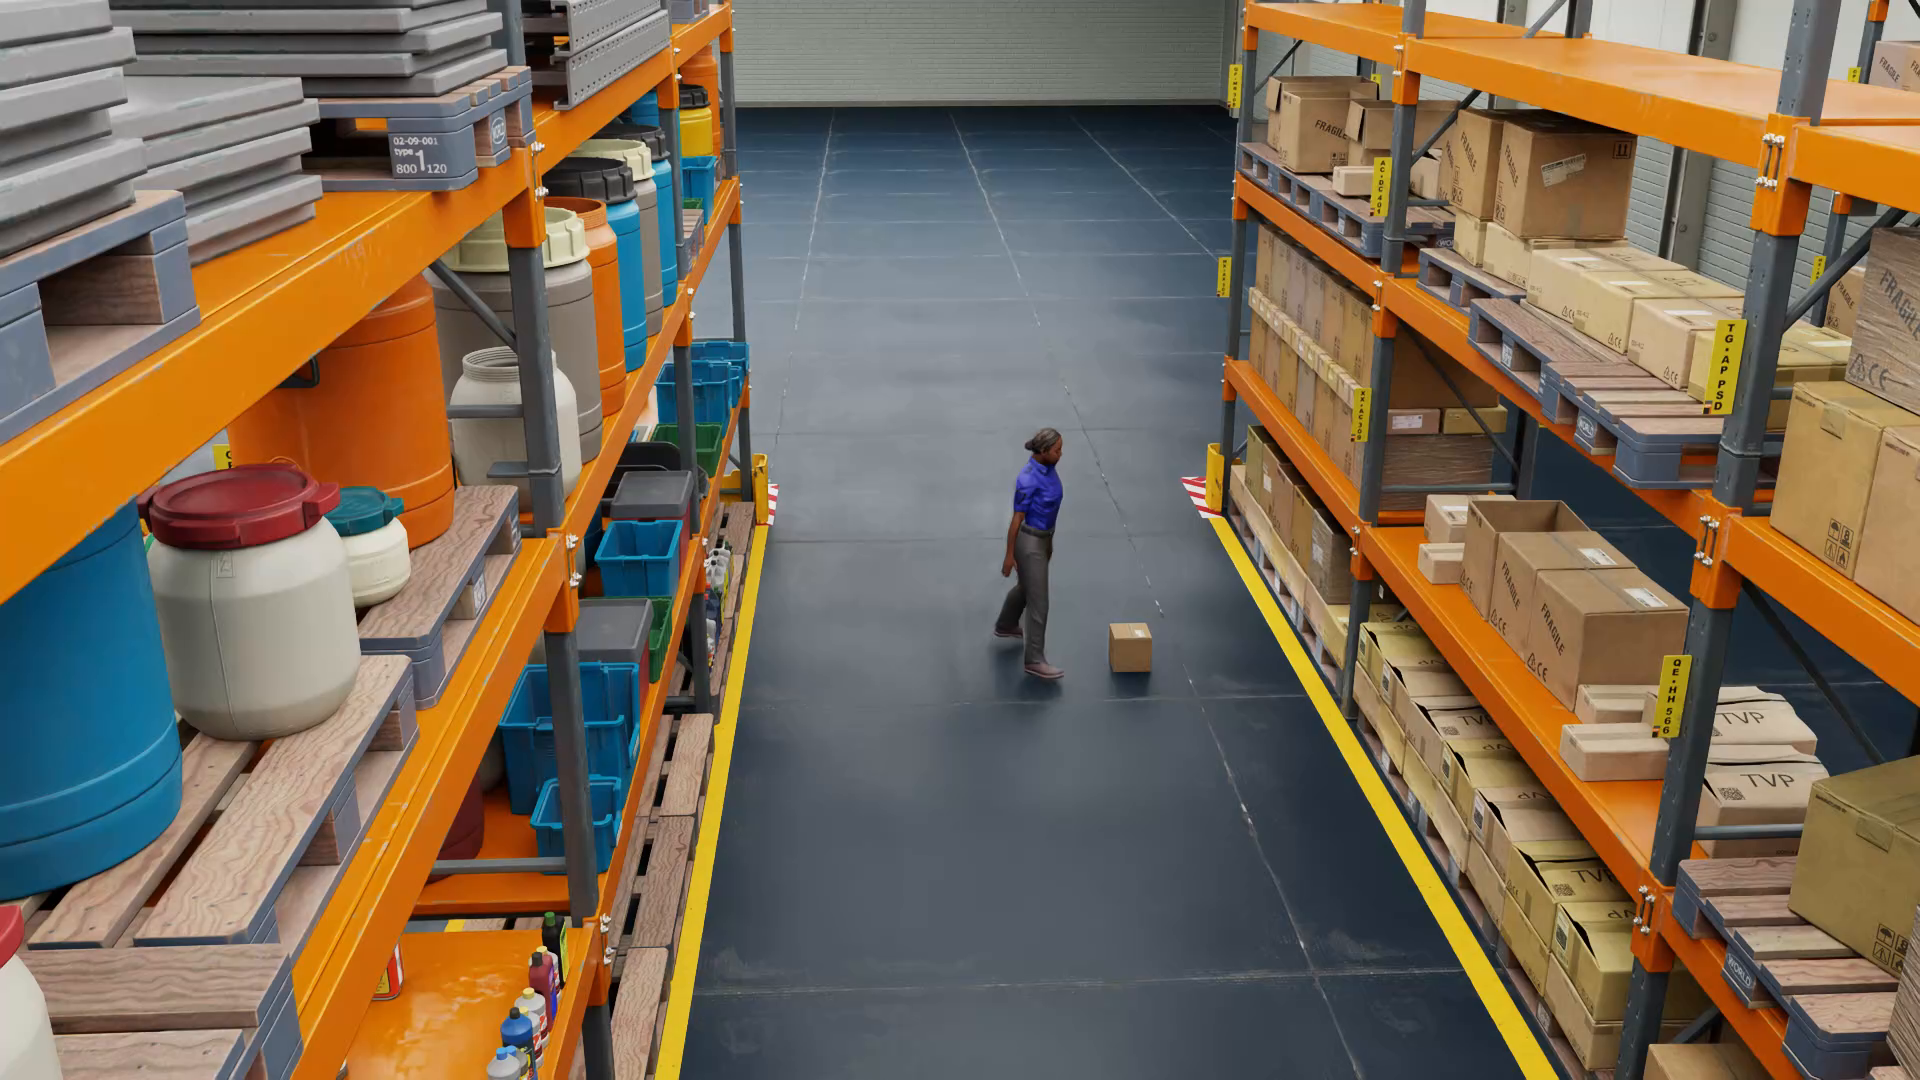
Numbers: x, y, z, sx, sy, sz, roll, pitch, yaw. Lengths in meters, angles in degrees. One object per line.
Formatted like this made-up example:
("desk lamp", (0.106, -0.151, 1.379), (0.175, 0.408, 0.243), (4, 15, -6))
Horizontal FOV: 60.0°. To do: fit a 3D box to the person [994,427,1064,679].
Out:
("person", (0.478, 0.021, 10.999), (0.652, 1.631, 0.683), (7, 22, 19))
